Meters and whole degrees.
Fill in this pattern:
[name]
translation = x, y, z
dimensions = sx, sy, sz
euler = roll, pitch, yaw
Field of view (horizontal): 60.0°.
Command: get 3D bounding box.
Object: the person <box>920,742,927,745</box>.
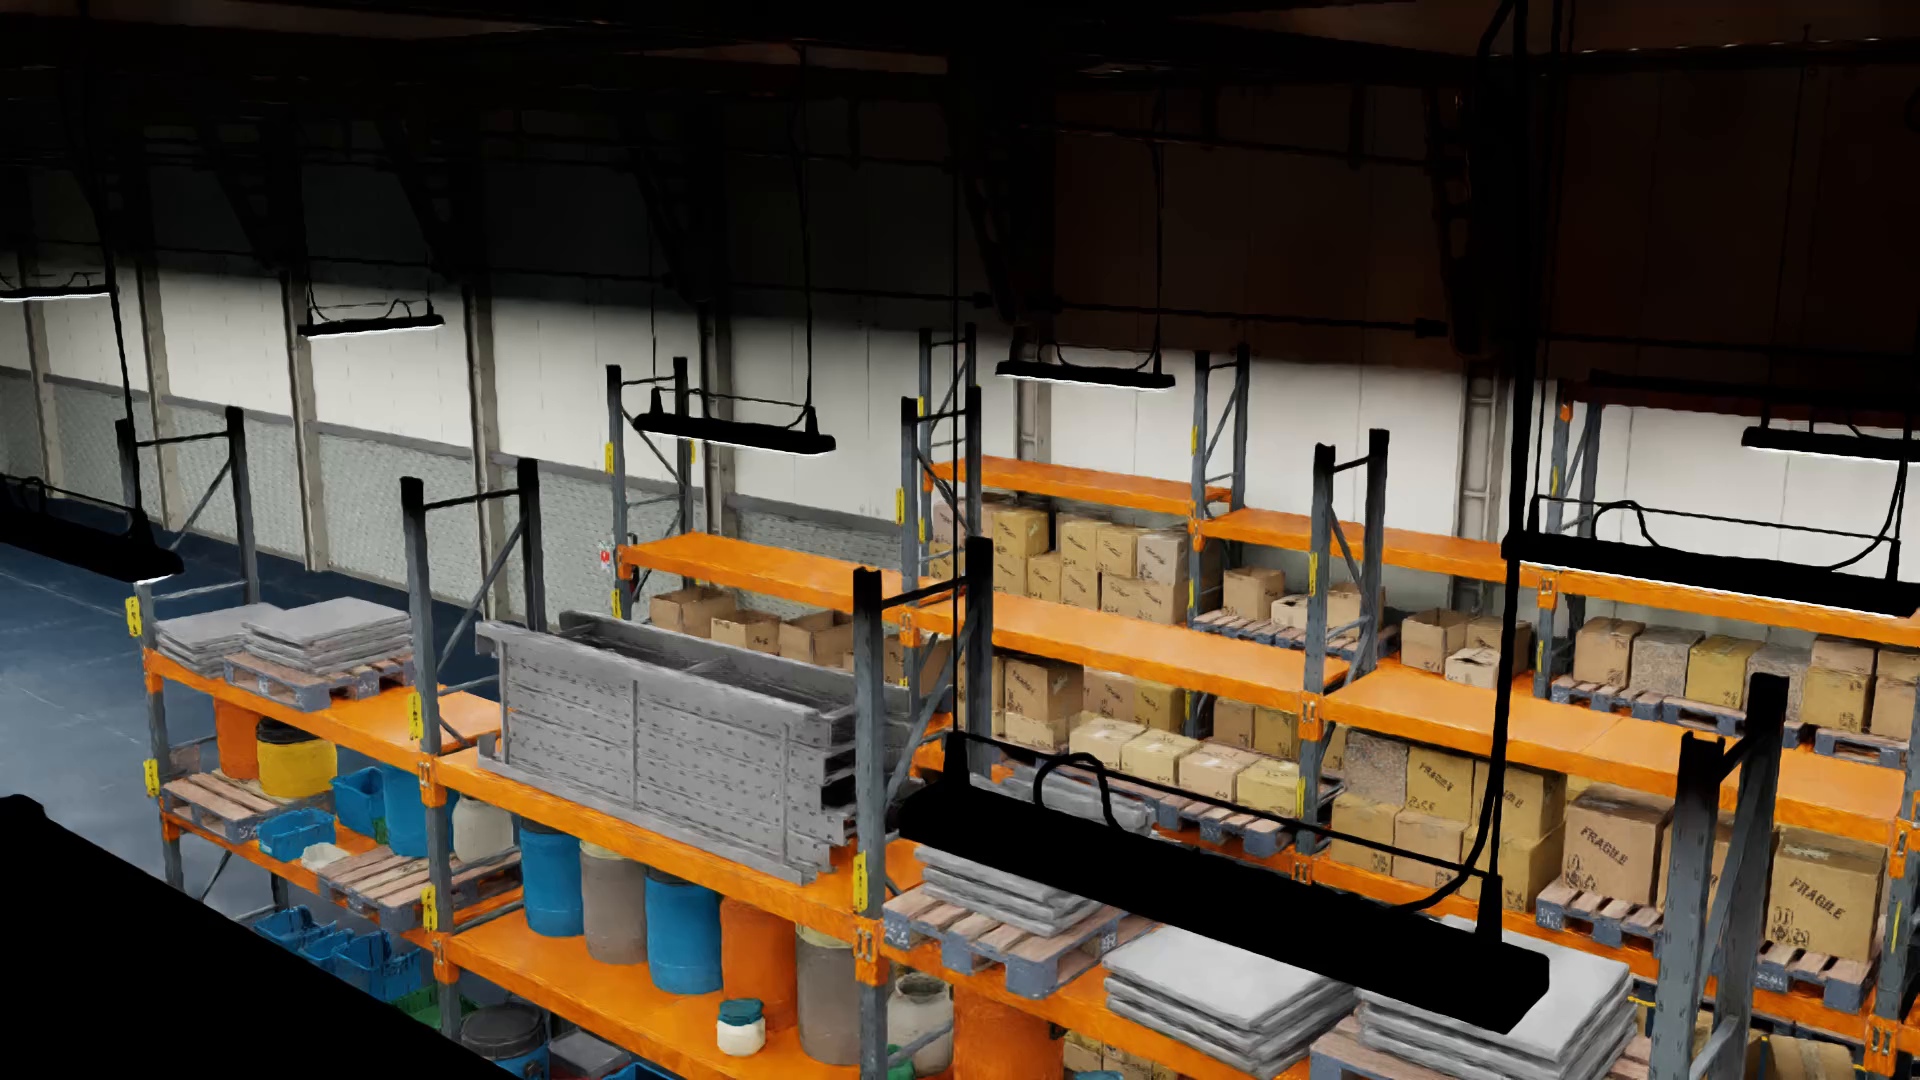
[person]
translation = -0.620, 2.912, 19.263
dimensions = 0.640, 1.788, 0.505
euler = 2, 13, 9
